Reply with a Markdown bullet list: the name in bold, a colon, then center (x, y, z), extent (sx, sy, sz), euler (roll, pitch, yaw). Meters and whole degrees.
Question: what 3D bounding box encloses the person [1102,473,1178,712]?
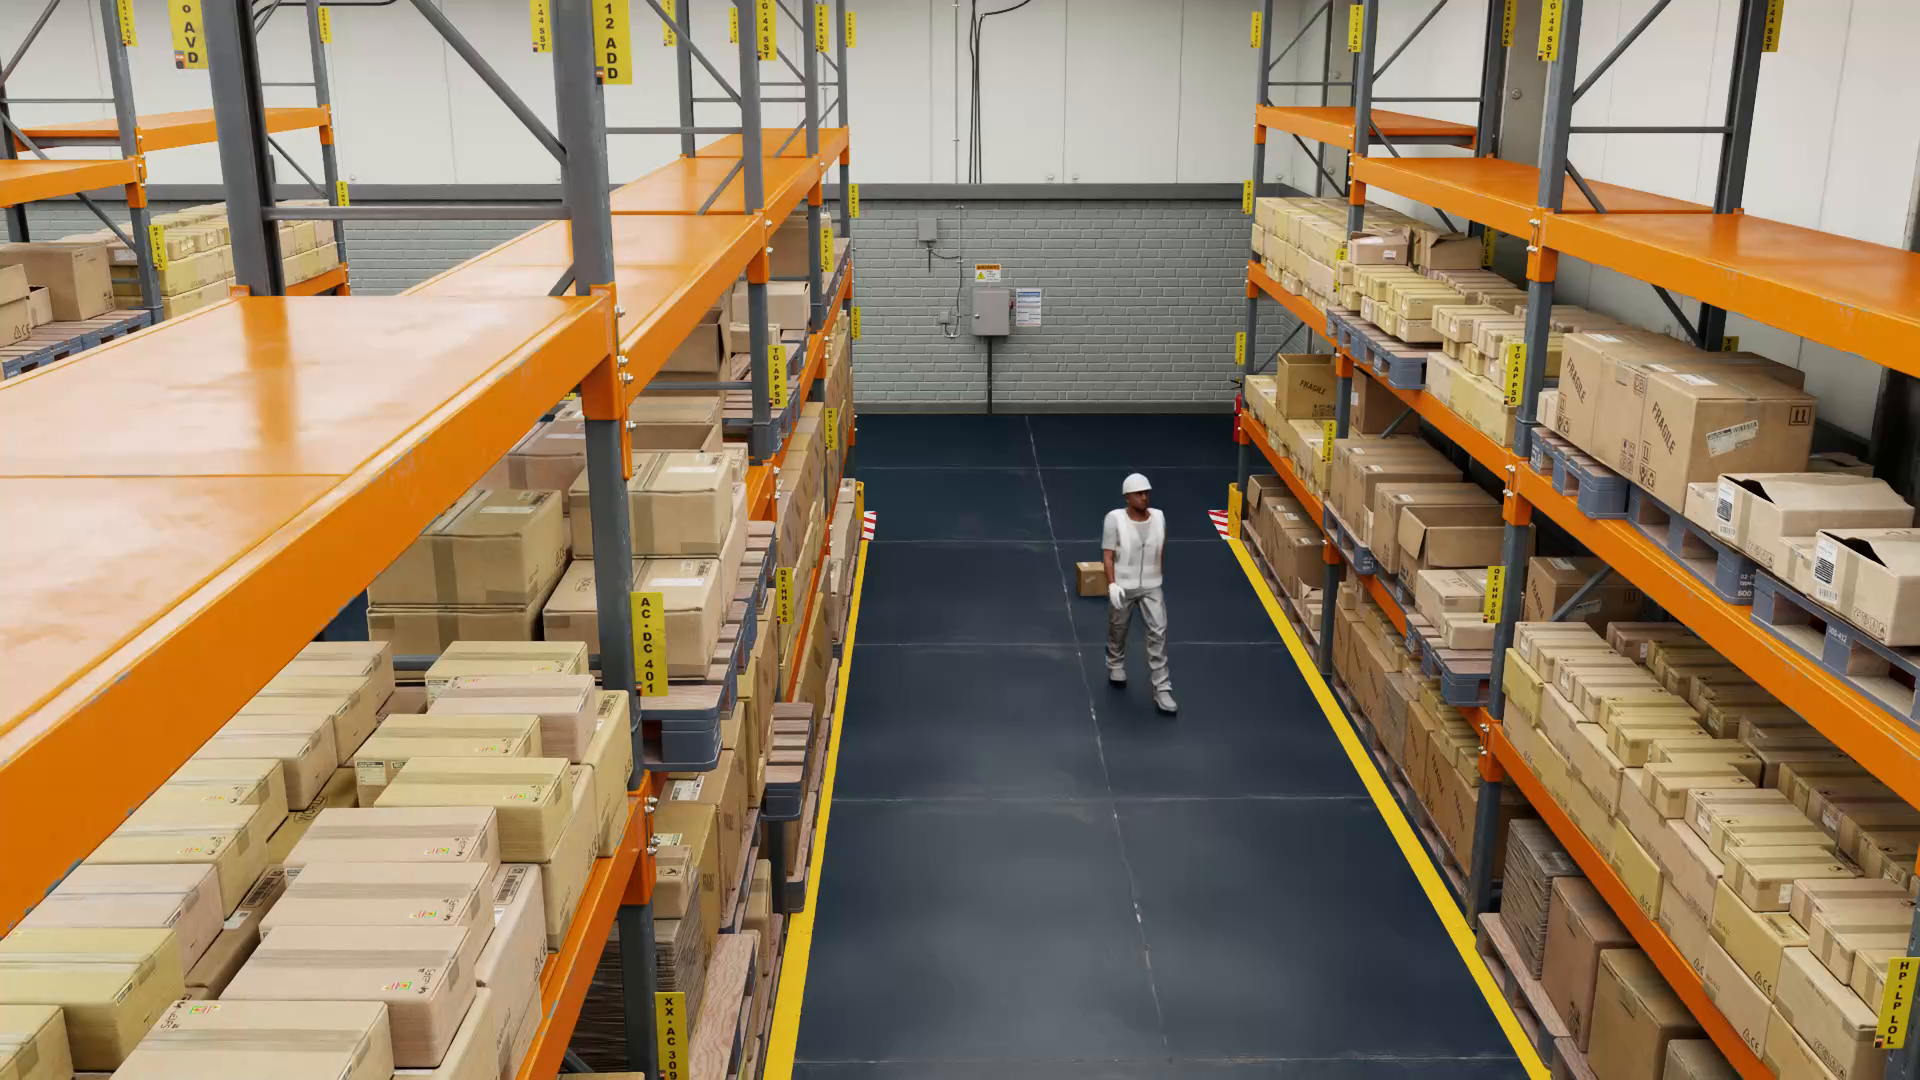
- **person**: center (1.371, 0.369, 12.739), extent (0.549, 1.726, 0.996), euler (-3, 17, -10)
